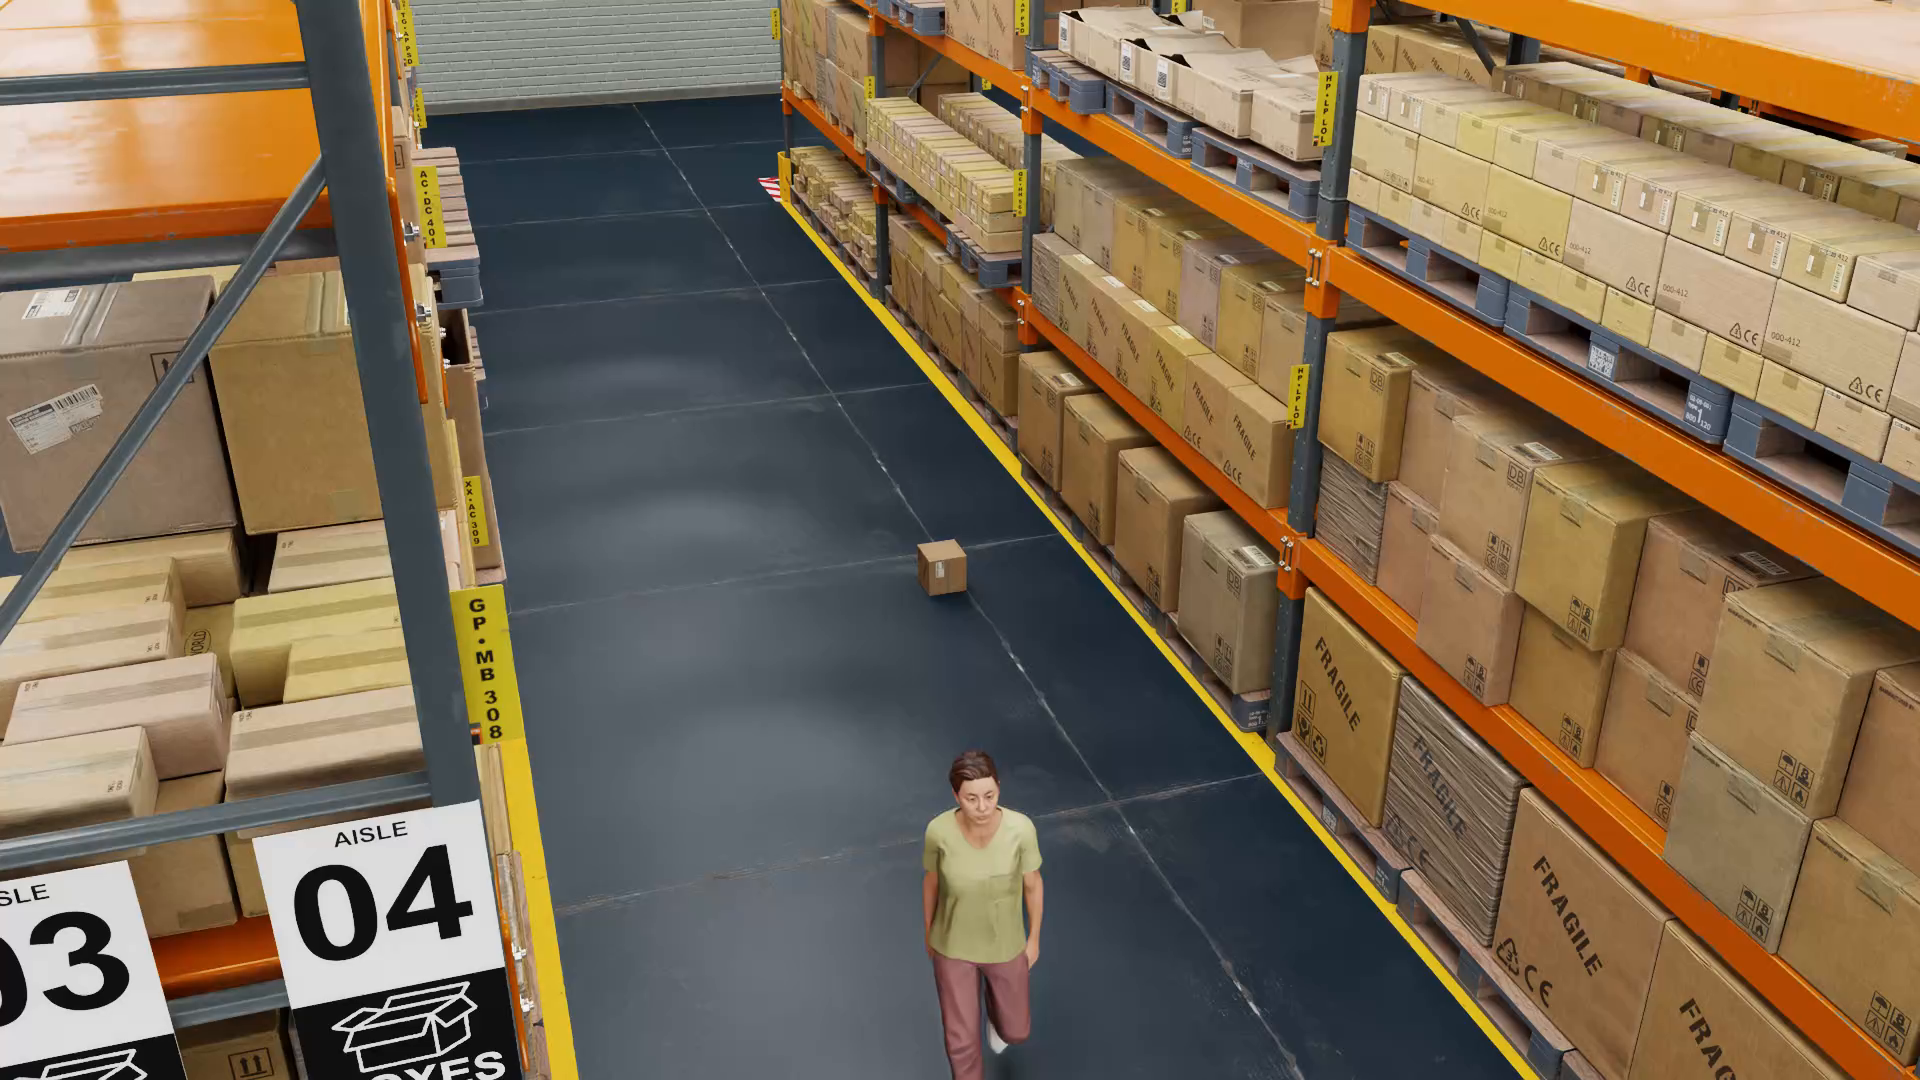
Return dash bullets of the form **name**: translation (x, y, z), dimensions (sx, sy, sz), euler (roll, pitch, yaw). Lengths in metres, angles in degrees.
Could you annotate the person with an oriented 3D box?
- **person**: translation (0.082, 1.511, 6.287), dimensions (0.455, 1.649, 0.692), euler (0, 26, 0)
